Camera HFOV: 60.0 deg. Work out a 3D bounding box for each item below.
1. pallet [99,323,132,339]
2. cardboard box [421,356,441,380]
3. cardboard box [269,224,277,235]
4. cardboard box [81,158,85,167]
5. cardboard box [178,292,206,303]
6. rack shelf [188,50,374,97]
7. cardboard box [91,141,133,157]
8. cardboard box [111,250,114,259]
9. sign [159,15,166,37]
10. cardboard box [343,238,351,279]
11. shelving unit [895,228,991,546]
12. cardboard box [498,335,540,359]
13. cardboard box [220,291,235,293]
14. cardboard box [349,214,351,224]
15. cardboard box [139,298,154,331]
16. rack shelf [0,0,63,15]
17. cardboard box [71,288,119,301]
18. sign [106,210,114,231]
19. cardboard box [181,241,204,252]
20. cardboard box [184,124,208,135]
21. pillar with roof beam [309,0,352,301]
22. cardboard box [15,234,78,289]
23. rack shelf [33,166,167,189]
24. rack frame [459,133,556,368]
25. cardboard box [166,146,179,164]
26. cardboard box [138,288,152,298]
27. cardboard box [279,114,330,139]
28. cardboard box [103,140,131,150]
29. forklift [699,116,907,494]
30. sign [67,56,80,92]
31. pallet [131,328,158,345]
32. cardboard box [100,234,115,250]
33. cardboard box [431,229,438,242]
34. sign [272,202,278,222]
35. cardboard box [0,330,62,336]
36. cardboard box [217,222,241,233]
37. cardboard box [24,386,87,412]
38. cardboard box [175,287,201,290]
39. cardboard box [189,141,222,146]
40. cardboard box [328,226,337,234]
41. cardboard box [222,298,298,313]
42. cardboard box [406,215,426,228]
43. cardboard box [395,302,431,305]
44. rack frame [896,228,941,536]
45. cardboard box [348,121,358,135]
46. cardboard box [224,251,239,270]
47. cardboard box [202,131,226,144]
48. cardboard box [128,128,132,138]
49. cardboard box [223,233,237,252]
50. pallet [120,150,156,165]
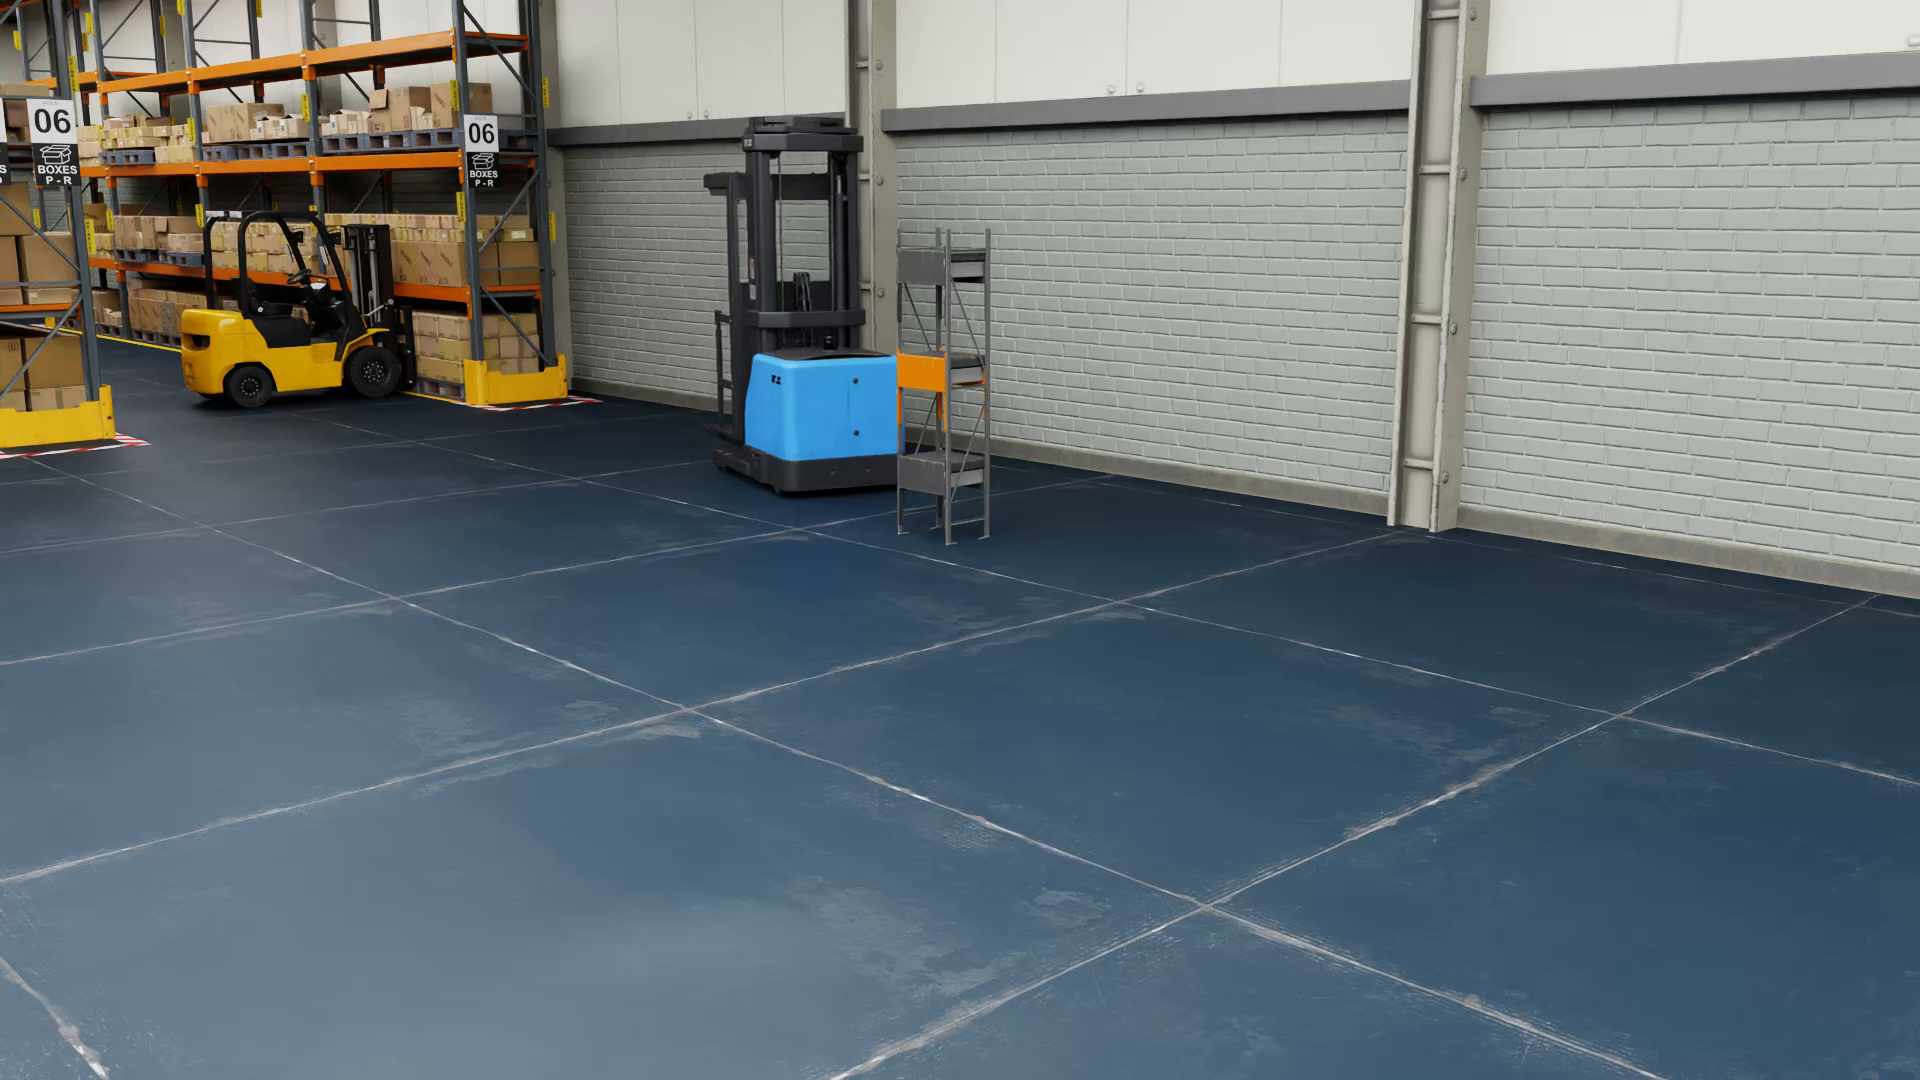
[{"bbox_3d":[-13.906,-3.582,28.274,1.003,0.211,1.213,-11,16,-43],"label":"pallet"},{"bbox_3d":[-6.035,-2.053,19.718,0.500,0.250,0.500,-11,16,-43],"label":"cardboard box"},{"bbox_3d":[-9.208,-4.248,22.740,0.380,0.149,0.250,-11,16,-42],"label":"cardboard box"},{"bbox_3d":[-14.570,-6.361,28.041,0.380,0.149,0.250,-10,15,-41],"label":"cardboard box"},{"bbox_3d":[-11.877,-3.761,25.778,0.380,0.149,0.250,-11,16,-43],"label":"cardboard box"},{"bbox_3d":[-9.289,-6.362,22.763,1.077,0.370,4.000,-11,16,-43],"label":"rack shelf"},{"bbox_3d":[-13.947,-6.424,27.361,0.500,0.250,0.500,-11,16,-42],"label":"cardboard box"},{"bbox_3d":[-13.835,-4.736,27.586,0.380,0.149,0.250,-11,16,-42],"label":"cardboard box"},{"bbox_3d":[-13.035,-8.399,27.170,0.100,0.325,0.005,-11,16,-43],"label":"sign"},{"bbox_3d":[-7.419,-3.554,20.980,0.500,0.500,0.500,-11,16,-42],"label":"cardboard box"},{"bbox_3d":[-0.114,-1.053,11.317,0.431,2.100,0.503,-11,16,-43],"label":"shelving unit"},{"bbox_3d":[-5.320,-2.297,19.663,0.500,0.250,0.500,-11,16,-42],"label":"cardboard box"},{"bbox_3d":[-11.319,-3.802,25.980,0.250,0.149,0.380,11,16,43],"label":"cardboard box"},{"bbox_3d":[-7.474,-4.043,21.008,0.380,0.149,0.250,-11,16,-44],"label":"cardboard box"},{"bbox_3d":[-12.886,-3.650,26.850,0.500,0.500,0.500,-11,16,-43],"label":"cardboard box"},{"bbox_3d":[-10.114,-5.280,16.530,1.077,0.370,4.000,-11,16,-43],"label":"rack shelf"},{"bbox_3d":[-15.279,-4.180,29.420,0.700,0.500,0.500,-10,15,-40],"label":"cardboard box"},{"bbox_3d":[-13.820,-5.195,27.046,0.100,0.325,0.005,-11,16,-43],"label":"sign"},{"bbox_3d":[-11.401,-4.389,24.861,0.380,0.149,0.250,-11,16,-42],"label":"cardboard box"},{"bbox_3d":[-11.122,-6.009,24.358,0.380,0.149,0.250,-10,15,-41],"label":"cardboard box"},{"bbox_3d":[-12.232,-6.537,20.841,9.100,9.000,0.400,-11,16,-43],"label":"pillar with roof beam"},{"bbox_3d":[-8.859,-2.706,16.128,0.500,0.500,0.500,-11,16,-43],"label":"cardboard box"},{"bbox_3d":[-14.814,-6.256,28.692,1.077,0.370,4.000,-11,16,-43],"label":"rack shelf"},{"bbox_3d":[-5.145,-3.096,19.005,1.000,3.000,0.127,-11,16,-43],"label":"rack frame"},{"bbox_3d":[-11.548,-5.774,24.940,0.500,0.250,0.500,-11,16,-42],"label":"cardboard box"},{"bbox_3d":[-13.130,-4.027,27.072,0.250,0.149,0.380,11,16,44],"label":"cardboard box"},{"bbox_3d":[-8.584,-5.432,21.840,0.500,0.311,0.500,11,16,43],"label":"cardboard box"},{"bbox_3d":[-13.514,-6.349,26.695,0.380,0.149,0.250,-11,16,-42],"label":"cardboard box"},{"bbox_3d":[-1.501,-2.054,14.119,1.130,2.935,3.031,-5,13,-24],"label":"forklift"},{"bbox_3d":[-8.341,-4.377,15.621,0.100,0.325,0.005,-11,16,-43],"label":"sign"},{"bbox_3d":[-12.843,-3.368,27.236,1.003,0.211,1.213,-11,16,-43],"label":"pallet"},{"bbox_3d":[-13.961,-4.960,27.687,0.500,0.250,0.500,-10,16,-41],"label":"cardboard box"},{"bbox_3d":[-5.920,-3.554,19.372,0.380,0.149,0.250,-11,16,-42],"label":"cardboard box"},{"bbox_3d":[-10.271,-4.908,24.933,0.100,0.325,0.005,-11,16,-43],"label":"sign"},{"bbox_3d":[-9.471,-1.865,16.947,0.500,0.500,0.500,11,16,43],"label":"cardboard box"},{"bbox_3d":[-10.478,-4.504,23.983,0.380,0.149,0.250,-10,16,-41],"label":"cardboard box"},{"bbox_3d":[-9.090,-1.419,16.639,0.500,0.250,0.500,-11,16,-43],"label":"cardboard box"},{"bbox_3d":[-12.610,-4.061,27.235,0.380,0.149,0.250,-11,16,-42],"label":"cardboard box"},{"bbox_3d":[-11.089,-5.873,24.433,0.380,0.149,0.250,-10,16,-41],"label":"cardboard box"},{"bbox_3d":[-7.878,-3.963,21.359,0.380,0.149,0.250,-11,16,-43],"label":"cardboard box"},{"bbox_3d":[-10.249,-3.213,24.418,0.875,0.625,0.625,-10,15,-41],"label":"cardboard box"},{"bbox_3d":[-6.317,-3.767,19.668,0.380,0.149,0.250,-10,16,-41],"label":"cardboard box"},{"bbox_3d":[-7.067,-2.912,21.406,0.500,0.250,0.500,-11,16,-43],"label":"cardboard box"},{"bbox_3d":[-0.283,-1.088,11.490,0.400,2.100,0.015,-11,16,-43],"label":"rack frame"},{"bbox_3d":[-7.287,-5.061,20.441,0.380,0.149,0.250,-10,15,-41],"label":"cardboard box"},{"bbox_3d":[-10.197,-4.017,23.848,0.500,0.250,0.500,-11,16,-44],"label":"cardboard box"},{"bbox_3d":[-10.649,-5.780,23.888,0.380,0.166,0.250,-11,16,-43],"label":"cardboard box"},{"bbox_3d":[-12.747,-6.354,25.983,0.380,0.149,0.250,-11,16,-42],"label":"cardboard box"},{"bbox_3d":[-10.196,-4.263,23.802,0.500,0.250,0.500,-10,15,-41],"label":"cardboard box"},{"bbox_3d":[-12.314,-5.969,25.980,1.213,0.211,1.003,-11,16,-43],"label":"pallet"}]
